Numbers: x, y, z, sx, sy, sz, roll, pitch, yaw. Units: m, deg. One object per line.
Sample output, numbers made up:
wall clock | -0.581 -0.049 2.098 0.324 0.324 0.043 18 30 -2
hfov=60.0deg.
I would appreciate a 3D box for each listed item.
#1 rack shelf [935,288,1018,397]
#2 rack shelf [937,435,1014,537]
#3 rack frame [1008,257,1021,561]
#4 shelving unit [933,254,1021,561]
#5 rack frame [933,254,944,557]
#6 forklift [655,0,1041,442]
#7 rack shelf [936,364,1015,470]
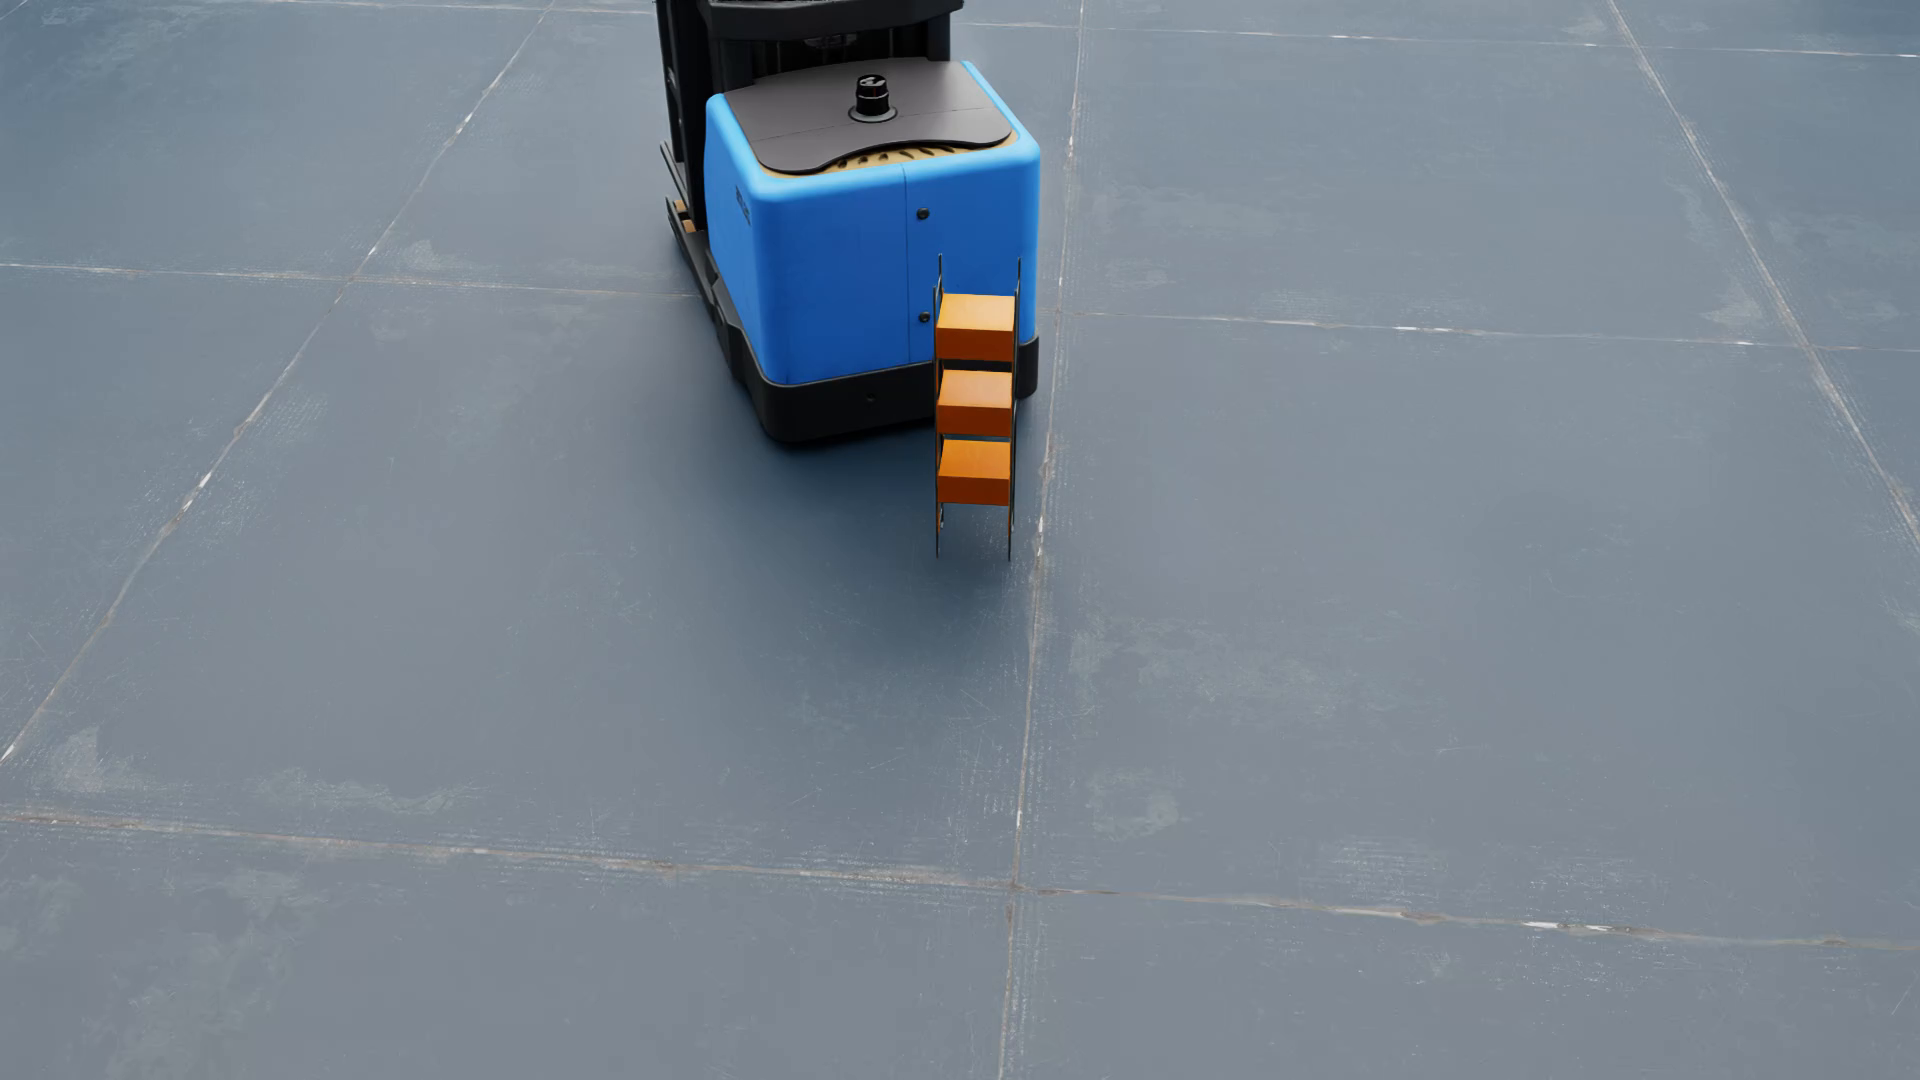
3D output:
rack shelf | 0.053 -0.616 5.191 0.240 0.259 0.215 3 39 4
rack shelf | 0.053 -0.180 5.545 0.240 0.259 0.215 3 39 4
rack frame | 0.175 -0.398 5.355 0.008 1.050 0.200 3 39 4
shelving unit | 0.053 -0.404 5.363 0.252 1.050 0.215 3 39 4
rack frame | -0.068 -0.411 5.371 0.008 1.050 0.200 3 39 4
forklift | -0.652 -2.428 6.360 1.130 2.935 3.031 -12 41 -14
rack shelf | 0.053 -0.396 5.370 0.240 0.259 0.215 3 39 4
